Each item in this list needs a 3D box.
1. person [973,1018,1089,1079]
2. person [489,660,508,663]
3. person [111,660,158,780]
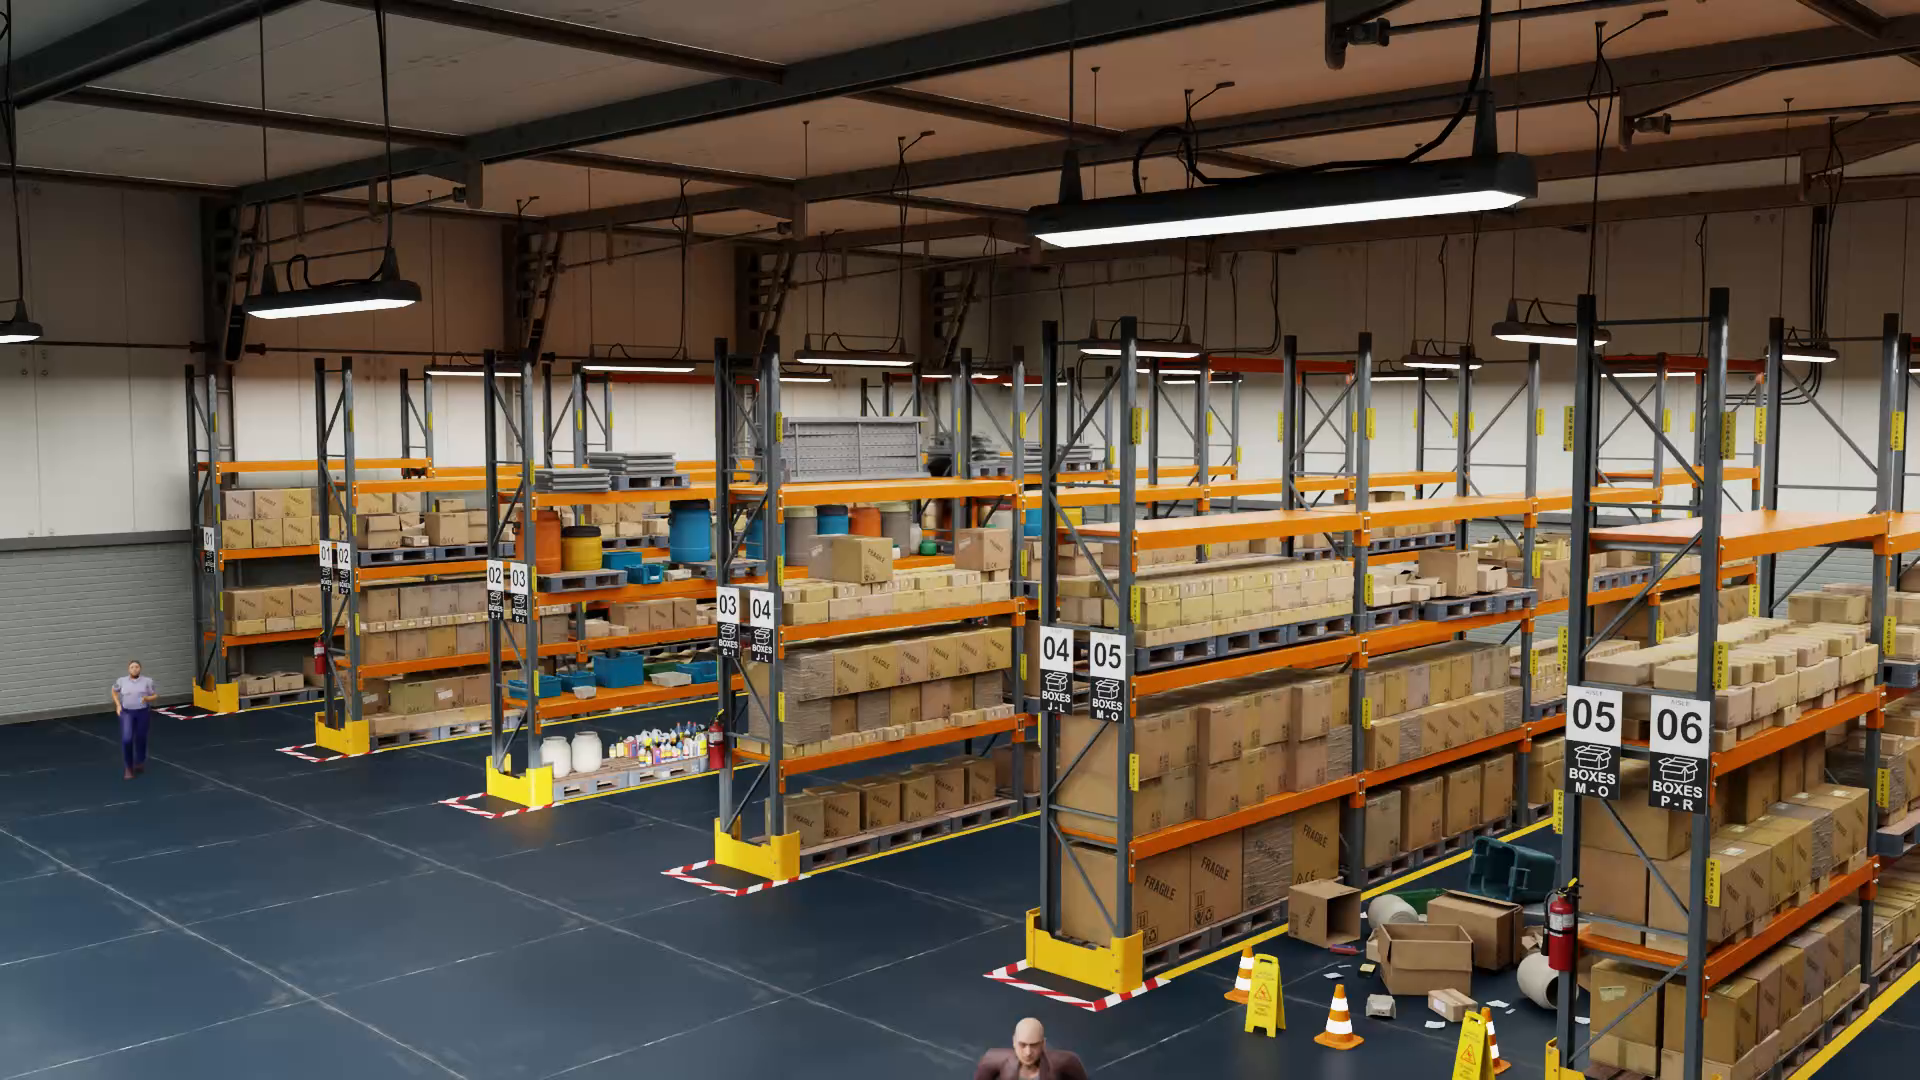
[{"bbox_3d":[0.431,3.577,9.889,0.707,1.726,0.883,0,4,3],"label":"person"},{"bbox_3d":[-7.998,2.049,29.126,0.660,1.763,0.840,4,6,40],"label":"person"},{"bbox_3d":[-11.725,2.554,23.657,0.584,1.695,0.746,-2,5,-29],"label":"person"}]
